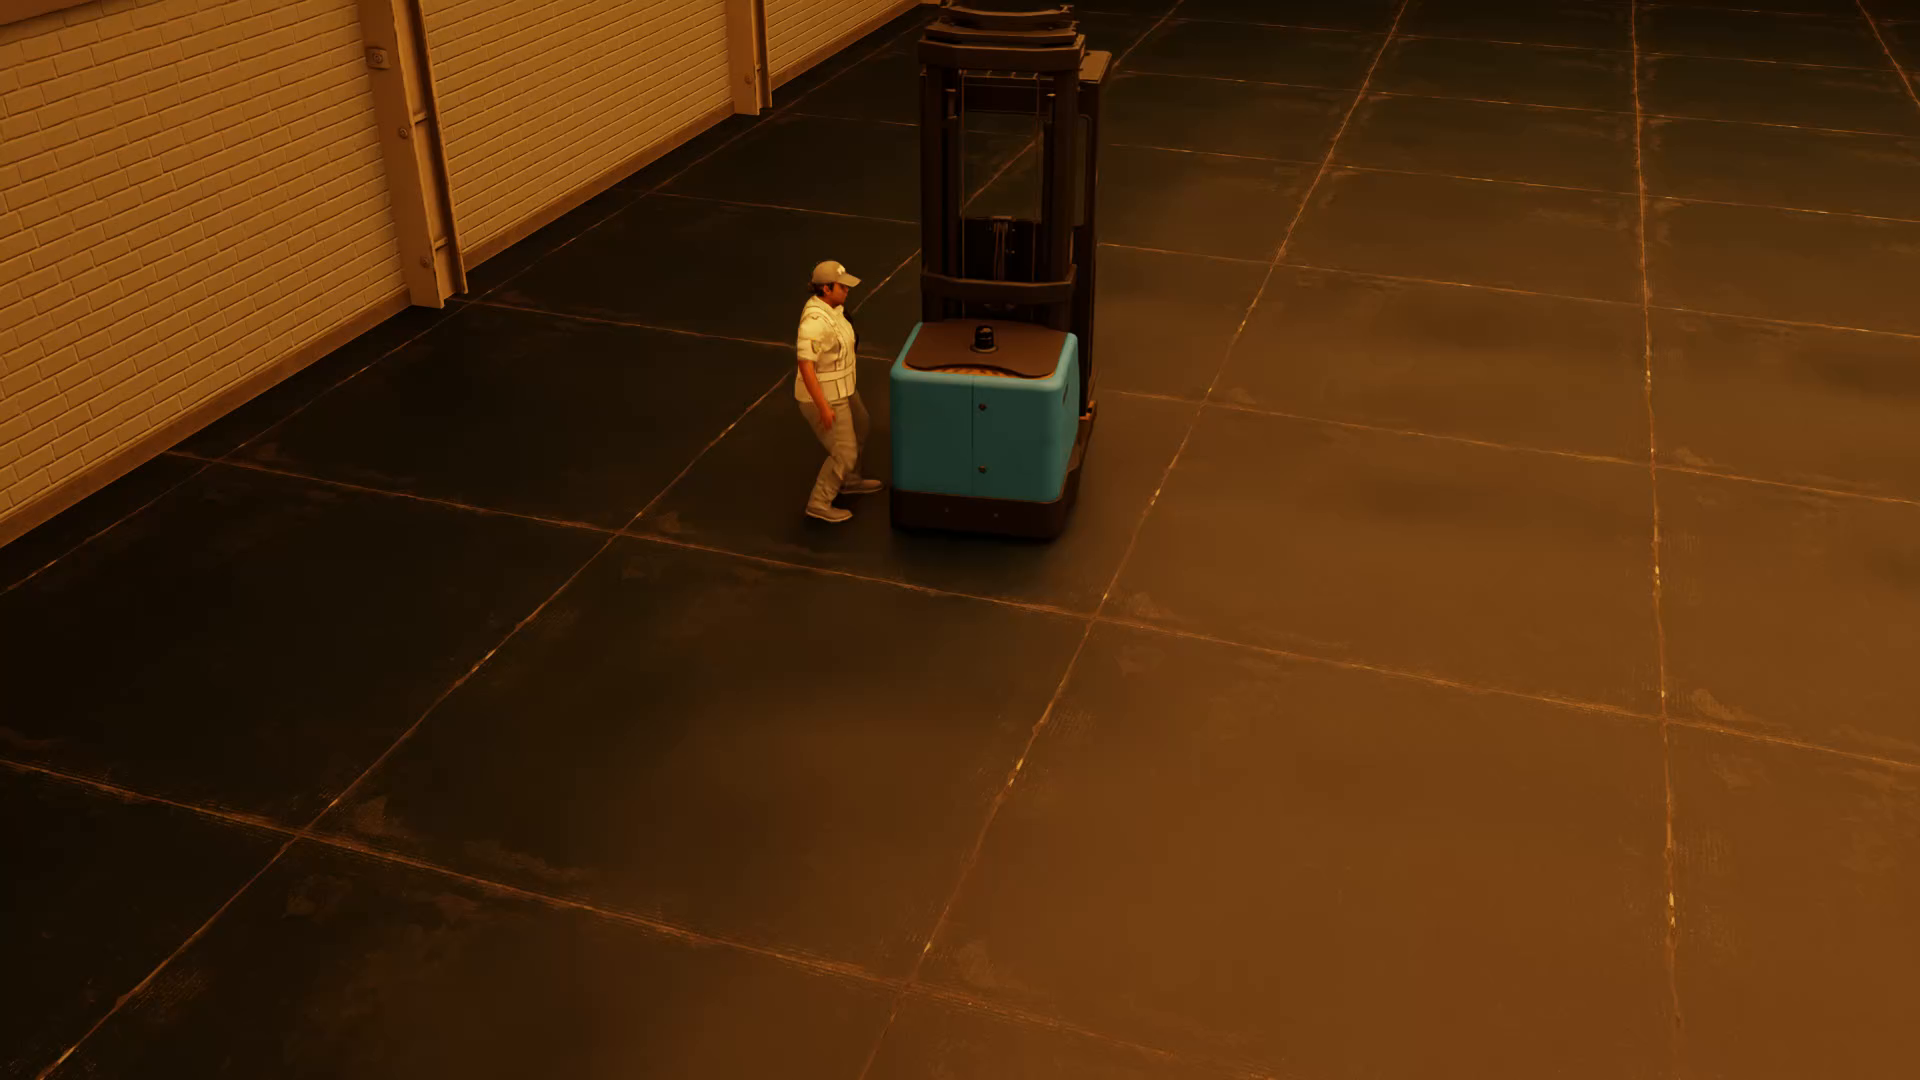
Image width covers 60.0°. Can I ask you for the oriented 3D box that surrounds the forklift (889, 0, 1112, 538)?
[{"bbox_3d":[0.344,-1.998,10.641,1.130,2.935,3.031,5,30,9],"label":"forklift"}]

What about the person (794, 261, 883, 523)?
[{"bbox_3d":[-0.752,-0.903,10.043,0.473,1.621,0.763,3,30,5],"label":"person"}]
